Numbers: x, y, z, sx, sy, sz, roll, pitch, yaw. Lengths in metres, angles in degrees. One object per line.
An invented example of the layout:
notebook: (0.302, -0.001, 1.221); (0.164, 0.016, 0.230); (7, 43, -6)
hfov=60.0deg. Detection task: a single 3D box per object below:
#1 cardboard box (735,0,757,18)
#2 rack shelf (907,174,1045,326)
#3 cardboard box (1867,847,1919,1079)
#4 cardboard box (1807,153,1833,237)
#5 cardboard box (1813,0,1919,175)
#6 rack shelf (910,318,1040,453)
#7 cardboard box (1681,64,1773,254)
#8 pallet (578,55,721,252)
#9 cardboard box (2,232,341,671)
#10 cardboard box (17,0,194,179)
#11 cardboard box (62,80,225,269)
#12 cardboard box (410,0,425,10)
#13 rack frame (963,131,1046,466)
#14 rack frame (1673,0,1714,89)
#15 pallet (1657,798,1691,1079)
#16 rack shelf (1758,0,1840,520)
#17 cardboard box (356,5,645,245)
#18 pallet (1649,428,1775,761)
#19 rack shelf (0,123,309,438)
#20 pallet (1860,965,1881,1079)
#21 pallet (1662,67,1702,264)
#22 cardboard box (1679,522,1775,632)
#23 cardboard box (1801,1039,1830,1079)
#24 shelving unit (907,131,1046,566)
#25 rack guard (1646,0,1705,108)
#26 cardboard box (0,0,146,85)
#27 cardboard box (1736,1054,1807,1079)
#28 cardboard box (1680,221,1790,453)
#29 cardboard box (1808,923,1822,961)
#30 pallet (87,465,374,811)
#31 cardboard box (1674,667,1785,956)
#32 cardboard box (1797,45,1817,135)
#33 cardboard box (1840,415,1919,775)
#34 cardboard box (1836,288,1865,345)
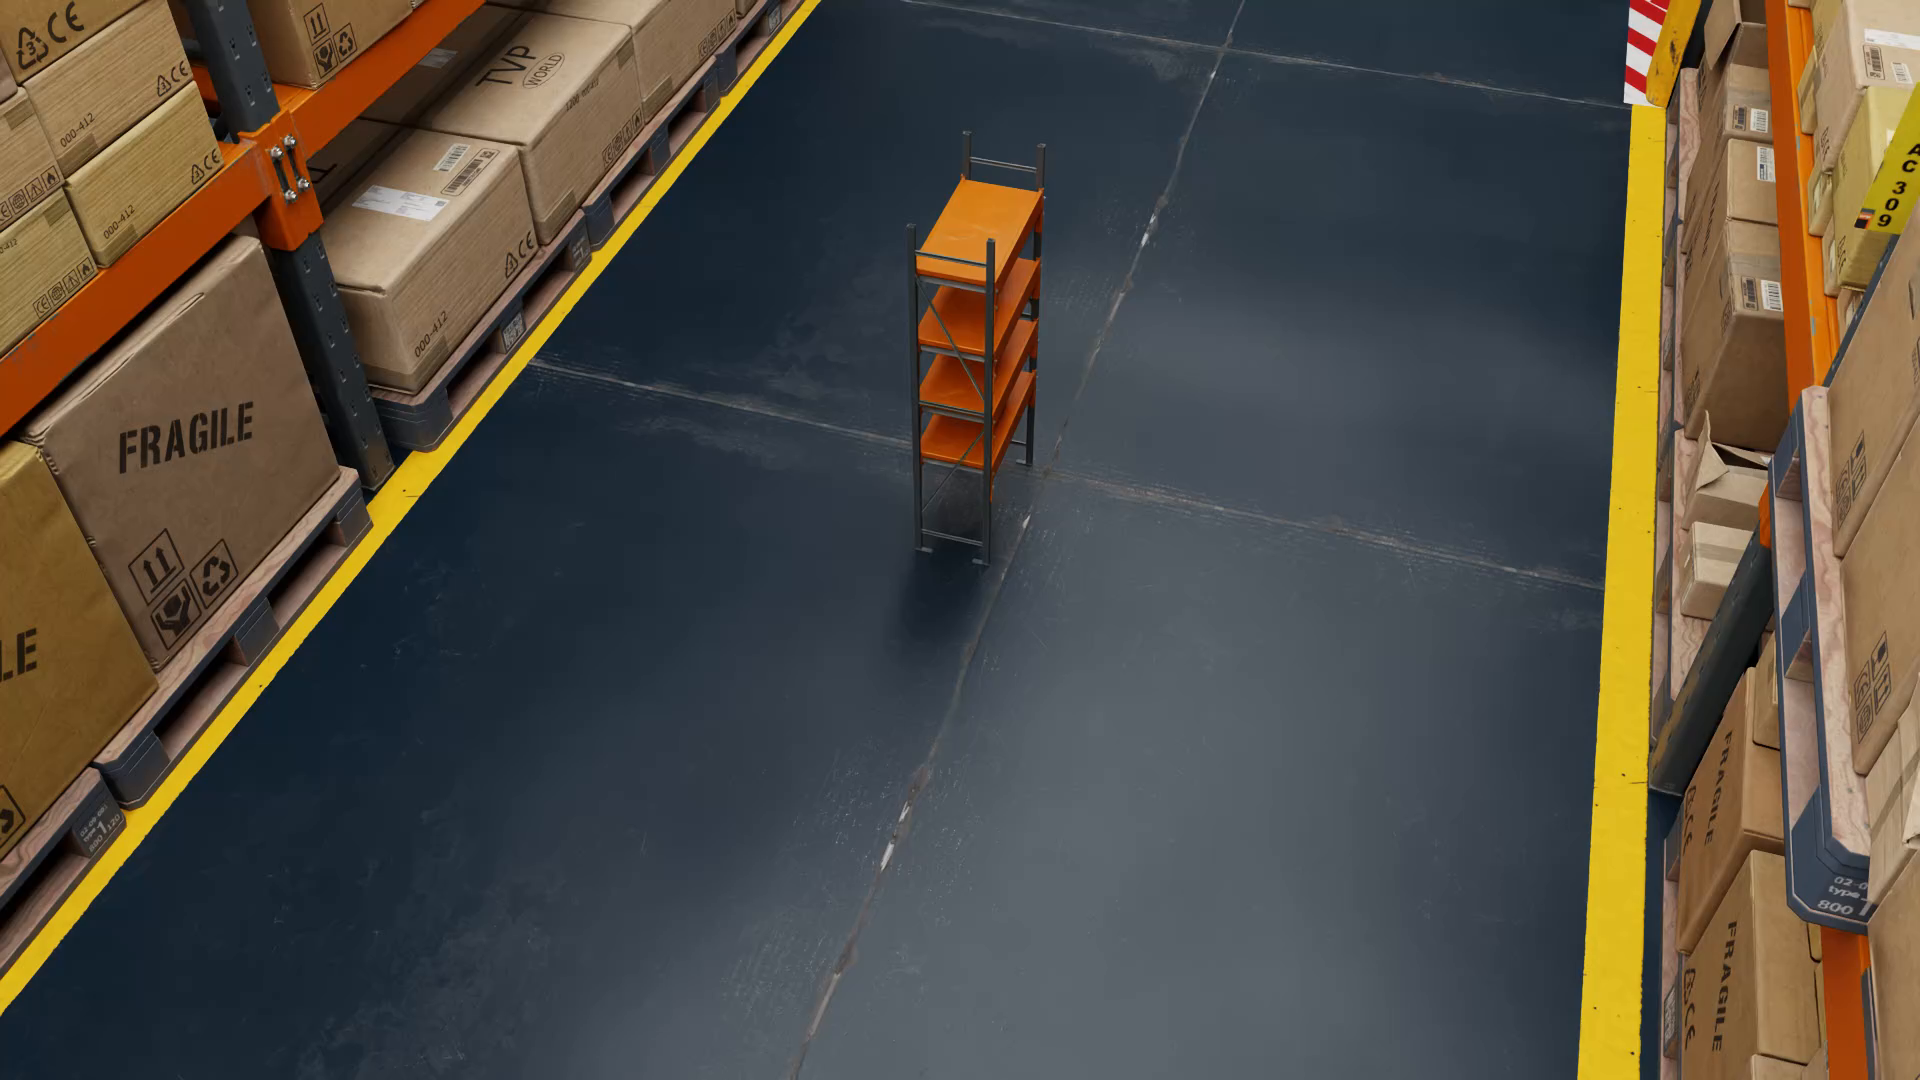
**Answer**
cardboard box: (-1.249, -2.810, 7.508); (0.875, 0.438, 0.875); (11, 45, 11)
rack shelf: (0.050, -0.820, 4.668); (0.258, 0.148, 0.480); (13, 46, 13)
cardboard box: (1.622, 0.636, 2.083); (0.700, 0.500, 0.500); (12, 46, 12)
cardboard box: (2.346, -0.854, 4.158); (0.380, 0.149, 0.250); (14, 46, 14)
cardboard box: (2.435, -1.102, 4.126); (0.500, 0.250, 0.500); (13, 46, 13)
rack shelf: (0.050, -0.491, 4.990); (0.258, 0.148, 0.480); (13, 46, 13)
cardboard box: (3.016, -1.295, 5.916); (0.700, 0.500, 0.500); (14, 46, 14)
pallet: (-1.683, -1.680, 6.815); (1.003, 0.211, 1.213); (13, 46, 12)
cardboard box: (-2.467, -0.331, 4.662); (0.875, 0.875, 0.875); (14, 46, 14)
cardboard box: (-2.258, -1.150, 4.030); (0.500, 0.250, 0.500); (12, 46, 12)
cardboard box: (-2.251, -0.964, 4.198); (0.500, 0.250, 0.500); (12, 46, 12)
cardboard box: (-1.808, -1.998, 5.075); (0.500, 0.500, 0.500); (13, 46, 13)
rack frame: (0.124, -0.702, 5.109); (0.240, 1.200, 0.015); (13, 46, 13)
rack frame: (3.587, -2.987, 6.158); (1.000, 3.000, 0.127); (13, 46, 13)
pallet: (2.166, 1.226, 3.847); (1.003, 0.211, 1.213); (13, 46, 13)
rack shelf: (2.982, -1.397, 5.047); (1.077, 0.370, 4.000); (13, 46, 13)
cardboard box: (-1.793, -1.597, 6.269); (0.875, 0.438, 0.875); (11, 45, 11)
pallet: (2.585, 0.218, 4.876); (1.003, 0.211, 1.213); (13, 46, 13)
rack shelf: (-2.961, 0.220, 3.395); (1.077, 0.370, 4.000); (13, 46, 13)
pallet: (1.749, 1.116, 2.102); (1.003, 0.211, 1.213); (13, 46, 13)
pallet: (3.324, -1.408, 6.539); (1.003, 0.211, 1.213); (13, 46, 13)
cardboard box: (2.265, 0.114, 4.727); (0.380, 0.149, 0.250); (11, 45, 11)
cardboard box: (1.755, 1.092, 3.013); (0.380, 0.149, 0.250); (12, 46, 12)
shelving unit: (0.050, -0.539, 4.943); (0.258, 1.200, 0.503); (13, 46, 13)
rack guard: (3.564, -2.043, 6.981); (1.175, 0.500, 0.348); (13, 46, 13)
cardboard box: (-2.252, -1.412, 3.762); (0.500, 0.500, 0.500); (14, 46, 14)
cardboard box: (1.708, 1.386, 3.176); (0.500, 0.500, 0.500); (11, 45, 11)
cardboard box: (2.701, -0.603, 5.209); (0.700, 0.500, 0.500); (11, 45, 11)
cardboard box: (1.937, 0.748, 3.365); (0.380, 0.149, 0.250); (10, 45, 10)
pallet: (-2.518, 0.157, 4.939); (1.003, 0.211, 1.213); (13, 46, 13)
cardboard box: (2.015, 0.697, 3.880); (0.500, 0.500, 0.500); (14, 46, 14)
cardboard box: (2.501, -1.199, 4.510); (0.380, 0.149, 0.250); (12, 46, 12)
cardboard box: (1.859, 0.113, 2.618); (0.700, 0.500, 0.500); (13, 46, 13)
cardboard box: (2.232, -0.497, 3.793); (0.380, 0.149, 0.250); (13, 46, 13)
